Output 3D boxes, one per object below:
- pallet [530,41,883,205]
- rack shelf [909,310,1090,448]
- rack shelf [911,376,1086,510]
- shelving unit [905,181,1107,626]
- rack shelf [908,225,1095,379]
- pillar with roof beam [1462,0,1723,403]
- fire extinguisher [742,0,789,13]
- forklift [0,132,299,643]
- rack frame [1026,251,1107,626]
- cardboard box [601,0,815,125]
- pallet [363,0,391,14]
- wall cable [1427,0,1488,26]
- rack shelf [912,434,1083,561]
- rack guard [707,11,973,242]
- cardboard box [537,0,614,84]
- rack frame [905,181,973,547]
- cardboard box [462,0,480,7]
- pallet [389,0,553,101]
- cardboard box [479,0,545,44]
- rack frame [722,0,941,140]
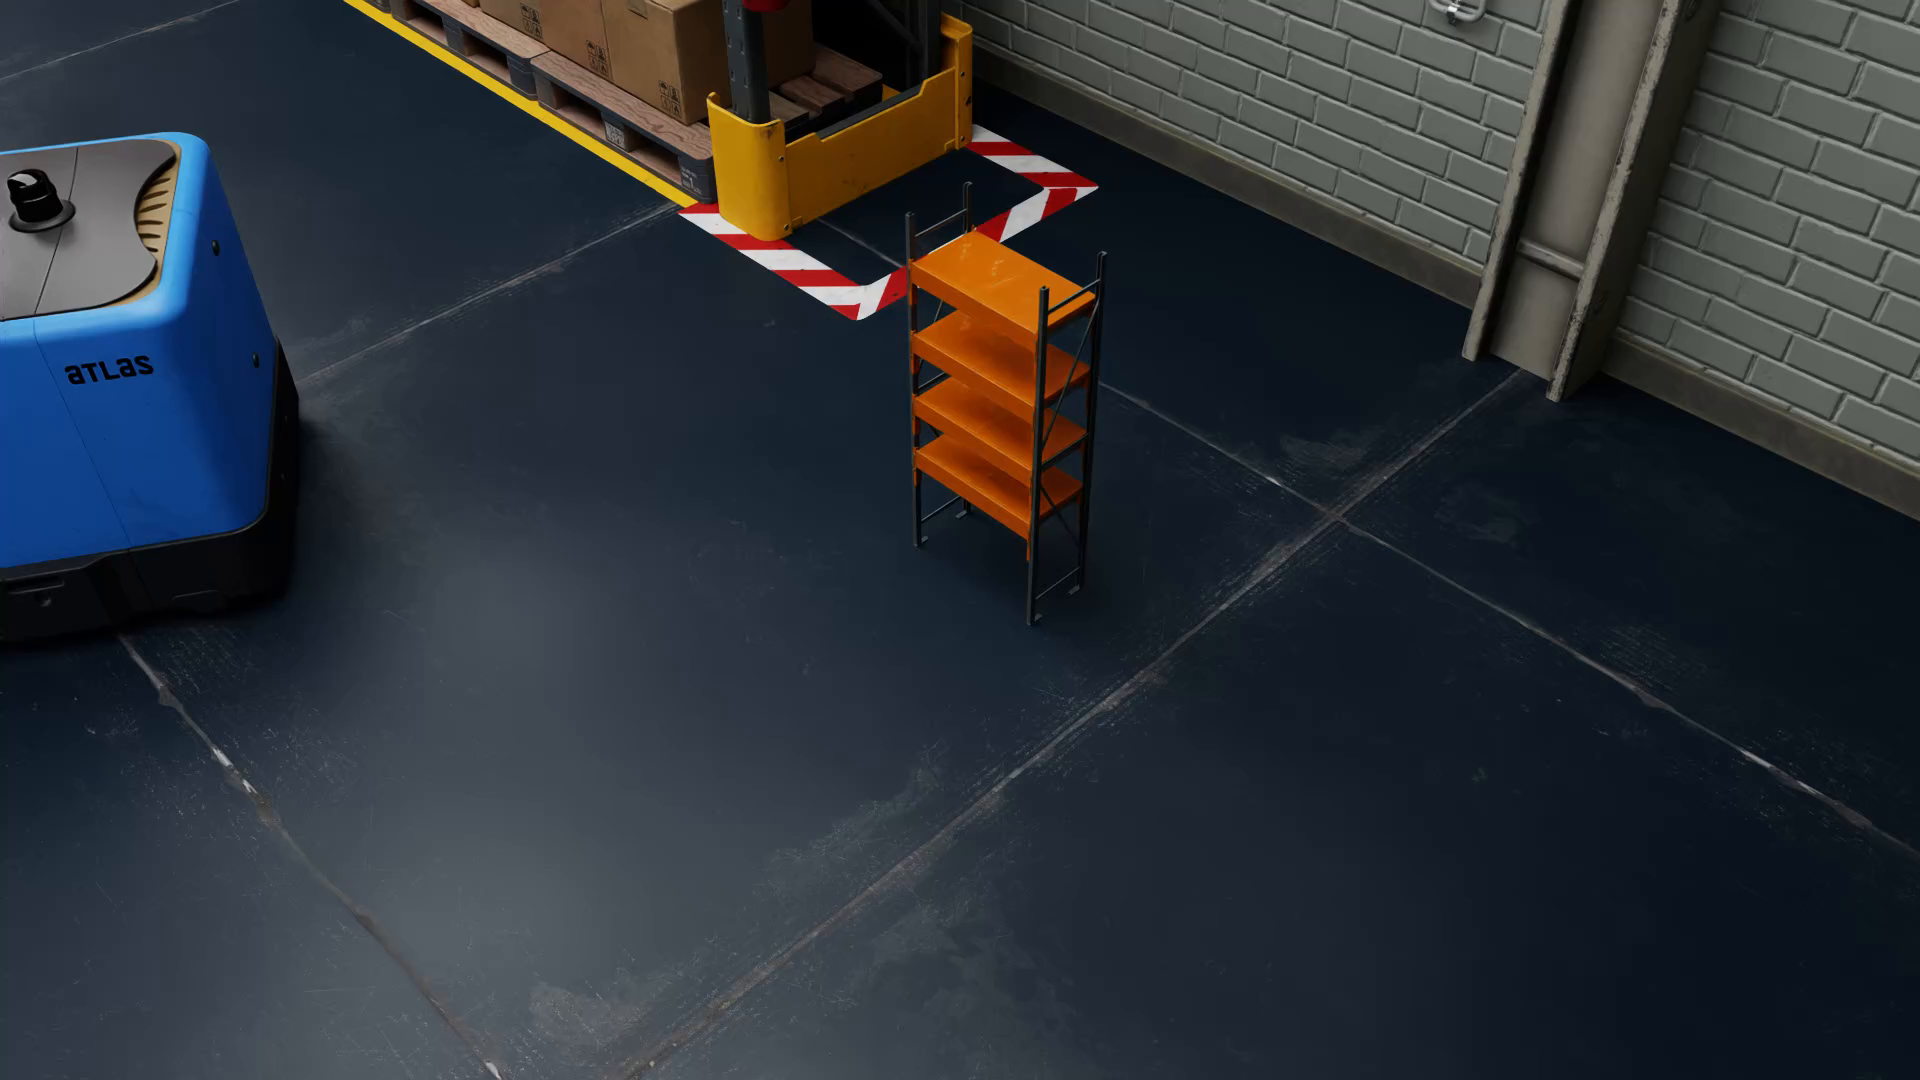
[{"bbox_3d":[-1.094,-1.949,7.203,1.003,0.211,1.213,-34,53,-31],"label":"pallet"},{"bbox_3d":[0.117,-0.476,4.651,0.258,0.148,0.480,-34,53,-31],"label":"rack shelf"},{"bbox_3d":[0.117,-0.312,4.802,0.258,0.148,0.480,-34,53,-31],"label":"rack shelf"},{"bbox_3d":[0.117,-0.361,4.757,0.258,1.200,0.503,-34,53,-31],"label":"shelving unit"},{"bbox_3d":[0.117,-0.650,4.490,0.258,0.148,0.480,-34,53,-31],"label":"rack shelf"},{"bbox_3d":[-1.003,-1.883,0.657,9.100,9.000,0.400,-34,53,-31],"label":"pillar with roof beam"},{"bbox_3d":[-0.694,-2.167,5.717,0.296,0.674,0.183,-34,53,-31],"label":"fire extinguisher"},{"bbox_3d":[-3.610,-0.966,4.136,3.031,2.935,1.130,-10,44,-11],"label":"forklift"},{"bbox_3d":[0.289,-0.244,4.630,0.240,1.200,0.015,-34,53,-31],"label":"rack frame"},{"bbox_3d":[-1.039,-2.151,6.900,0.700,0.500,0.500,-34,53,-31],"label":"cardboard box"},{"bbox_3d":[-2.817,-3.121,8.472,1.003,0.211,1.213,-34,53,-31],"label":"pallet"},{"bbox_3d":[1.100,-2.837,5.362,0.084,1.984,1.851,-34,53,-31],"label":"wall cable"},{"bbox_3d":[0.117,-0.166,4.937,0.258,0.148,0.480,-34,53,-31],"label":"rack shelf"},{"bbox_3d":[-0.457,-1.696,6.718,1.175,0.500,0.348,-34,53,-31],"label":"rack guard"},{"bbox_3d":[-1.392,-2.391,7.160,0.500,0.500,0.700,34,53,31],"label":"cardboard box"},{"bbox_3d":[-0.055,-0.478,4.884,0.240,1.200,0.015,-34,53,-31],"label":"rack frame"},{"bbox_3d":[-2.130,-2.885,7.694,0.700,0.500,0.500,-33,52,-30],"label":"cardboard box"},{"bbox_3d":[-1.951,-2.535,7.838,1.003,0.211,1.213,-34,53,-31],"label":"pallet"},{"bbox_3d":[-1.748,-2.632,7.421,0.500,0.500,0.700,32,52,30],"label":"cardboard box"},{"bbox_3d":[-0.474,-2.626,5.882,1.000,3.000,0.127,-34,53,-31],"label":"rack frame"}]
